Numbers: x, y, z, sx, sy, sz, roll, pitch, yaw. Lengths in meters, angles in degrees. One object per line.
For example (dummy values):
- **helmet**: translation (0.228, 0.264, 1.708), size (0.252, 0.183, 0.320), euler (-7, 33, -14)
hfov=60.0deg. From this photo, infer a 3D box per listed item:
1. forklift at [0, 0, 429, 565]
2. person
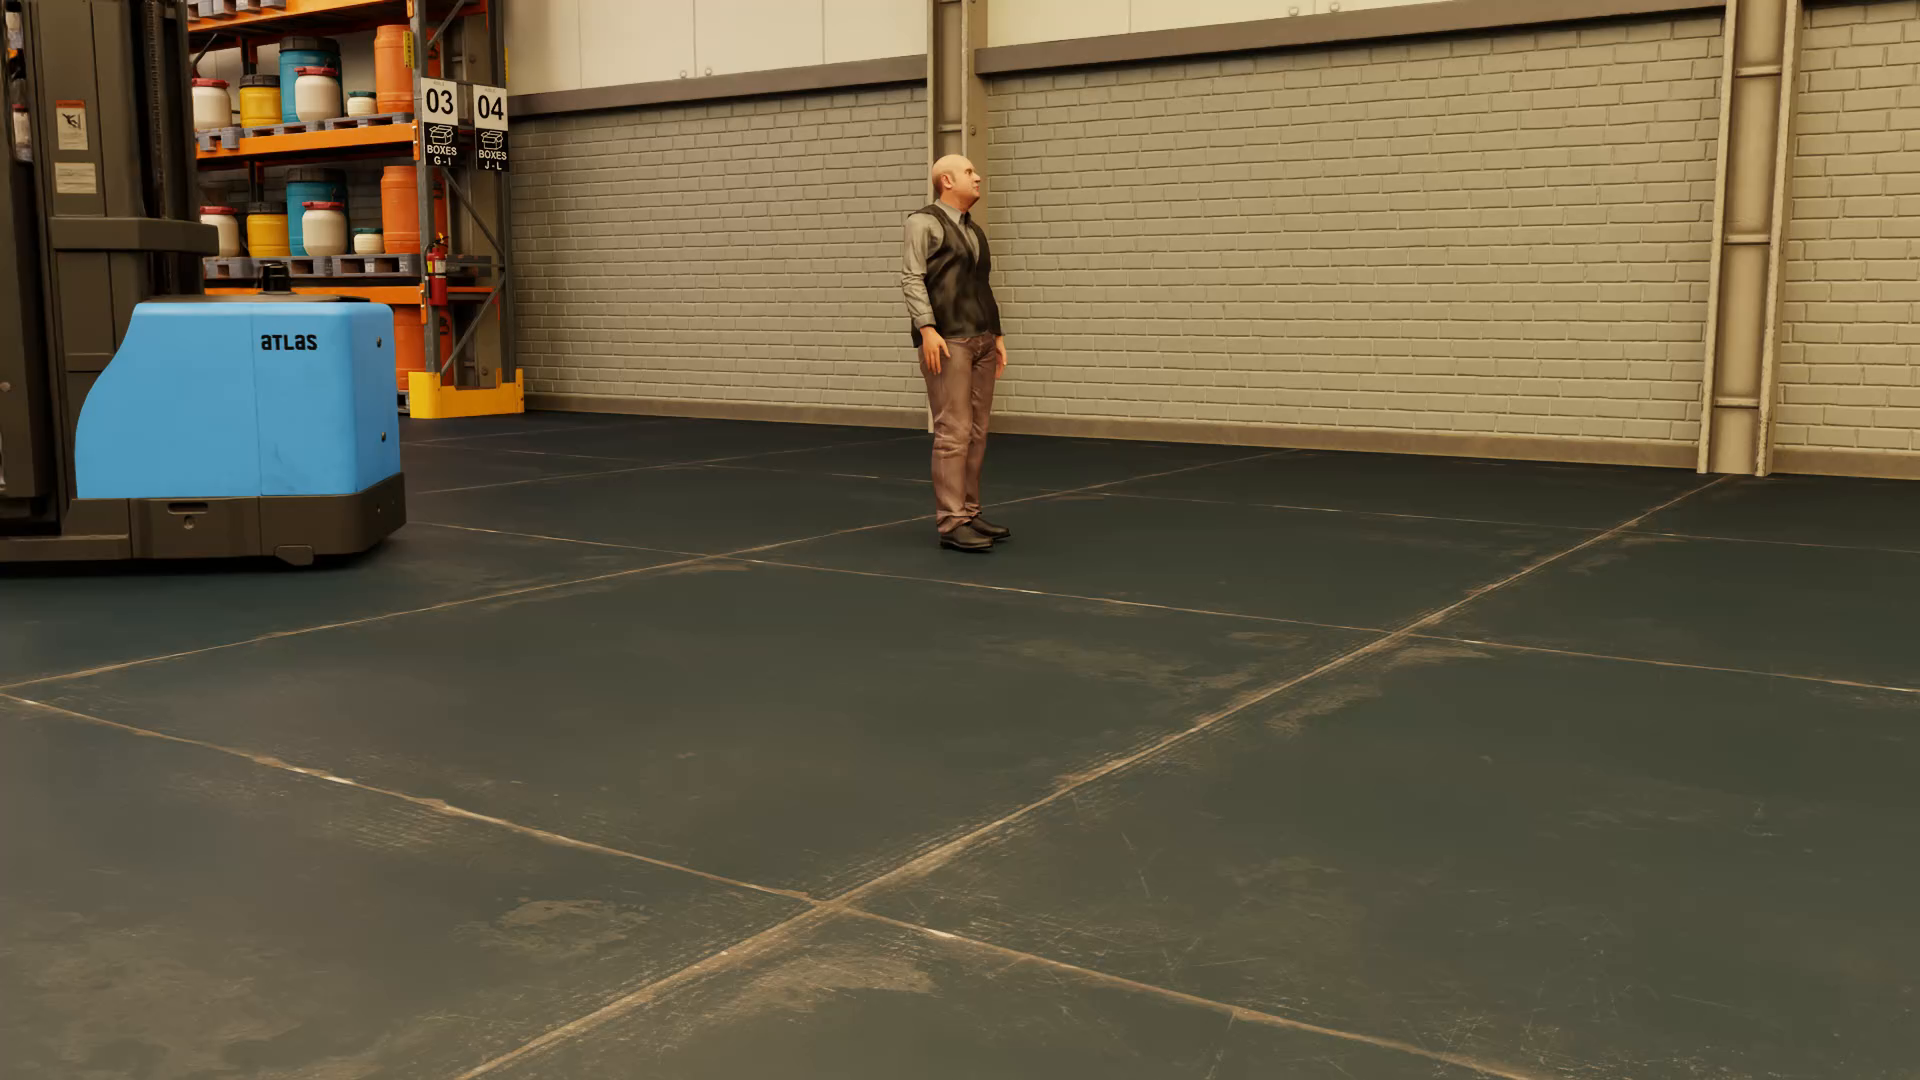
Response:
- **forklift**: translation (-3.885, -1.370, 6.824), size (3.031, 2.935, 1.130), euler (-1, 8, -8)
- **person**: translation (0.047, -0.853, 7.440), size (0.569, 1.720, 0.632), euler (5, 10, 34)
